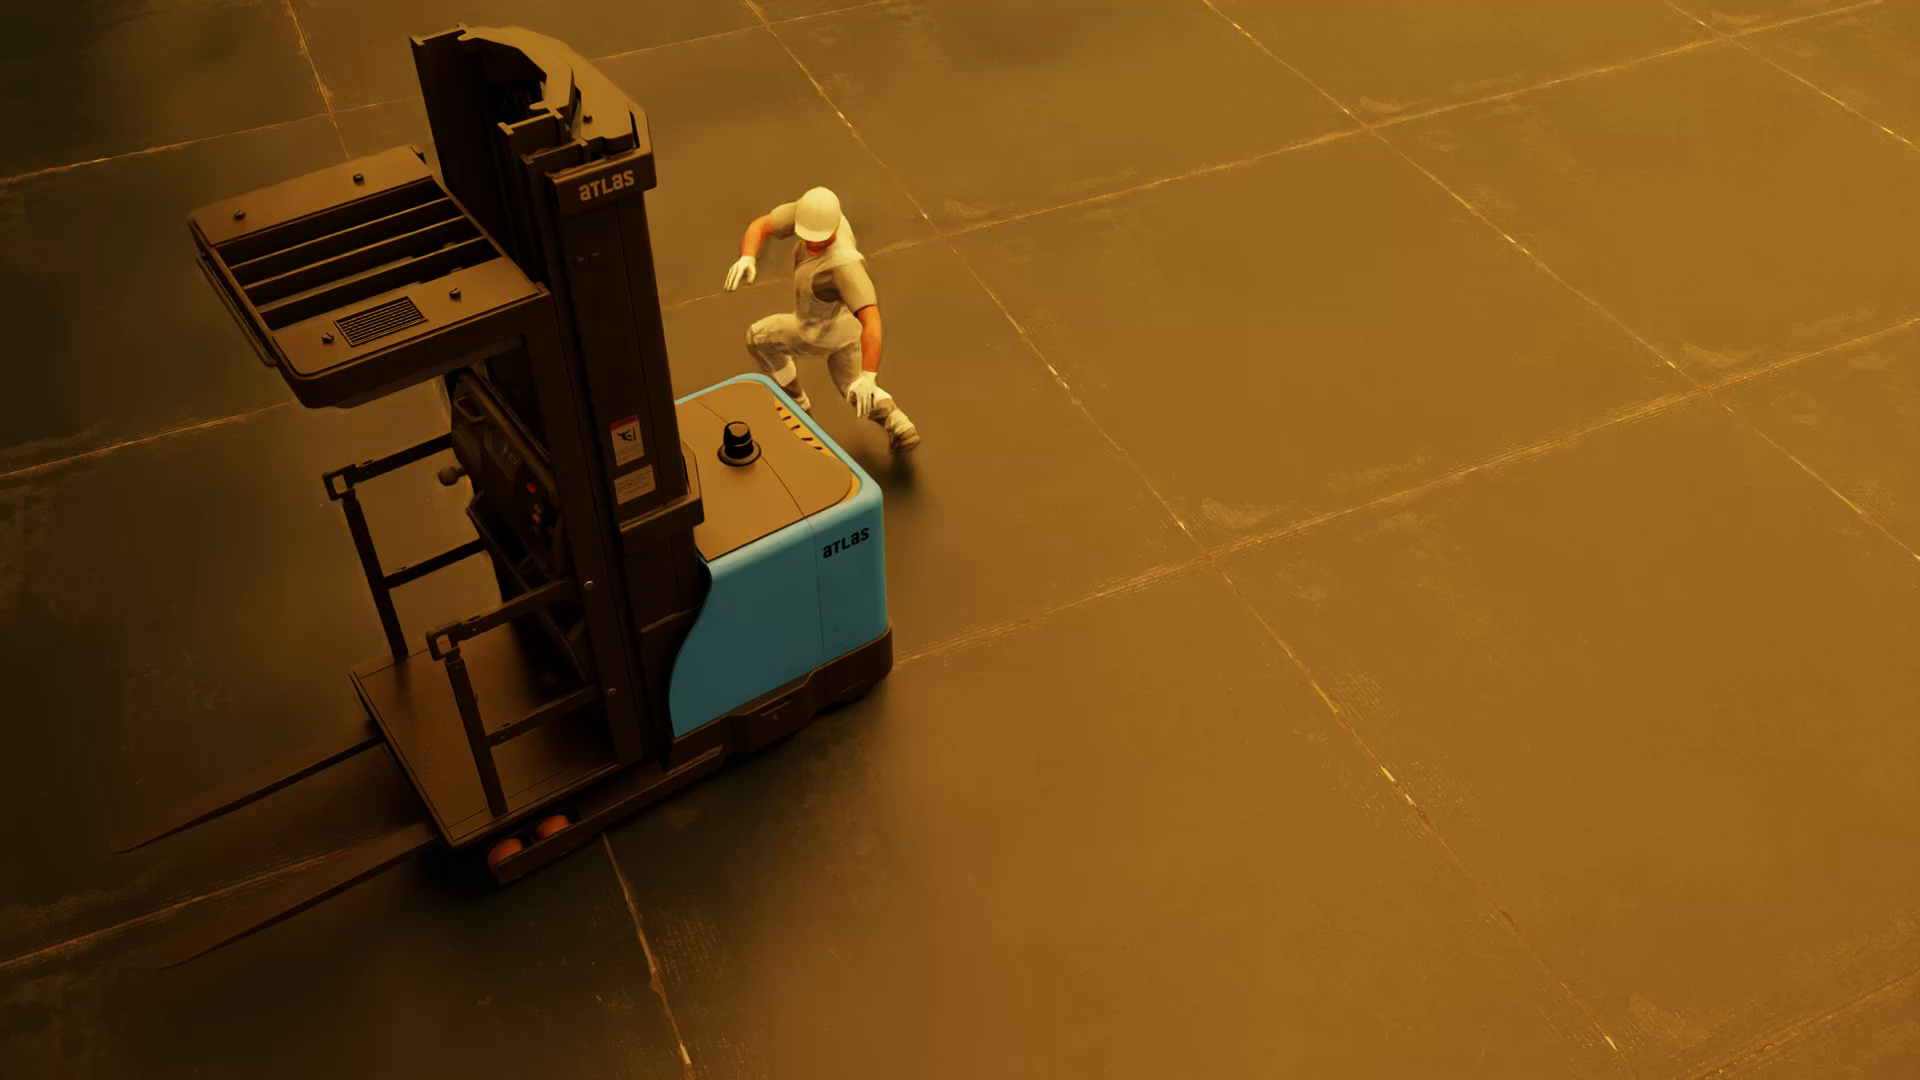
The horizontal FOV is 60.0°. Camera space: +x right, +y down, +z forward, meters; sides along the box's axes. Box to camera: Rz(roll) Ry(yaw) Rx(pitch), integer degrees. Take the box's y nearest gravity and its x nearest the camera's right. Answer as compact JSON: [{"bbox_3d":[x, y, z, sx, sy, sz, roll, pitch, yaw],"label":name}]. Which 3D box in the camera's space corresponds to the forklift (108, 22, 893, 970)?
[{"bbox_3d":[-1.786,-0.171,5.864,3.031,2.935,1.130,-26,49,-25],"label":"forklift"}]

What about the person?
[{"bbox_3d":[-0.644,-0.969,7.800,0.973,1.541,0.744,14,45,14],"label":"person"}]
